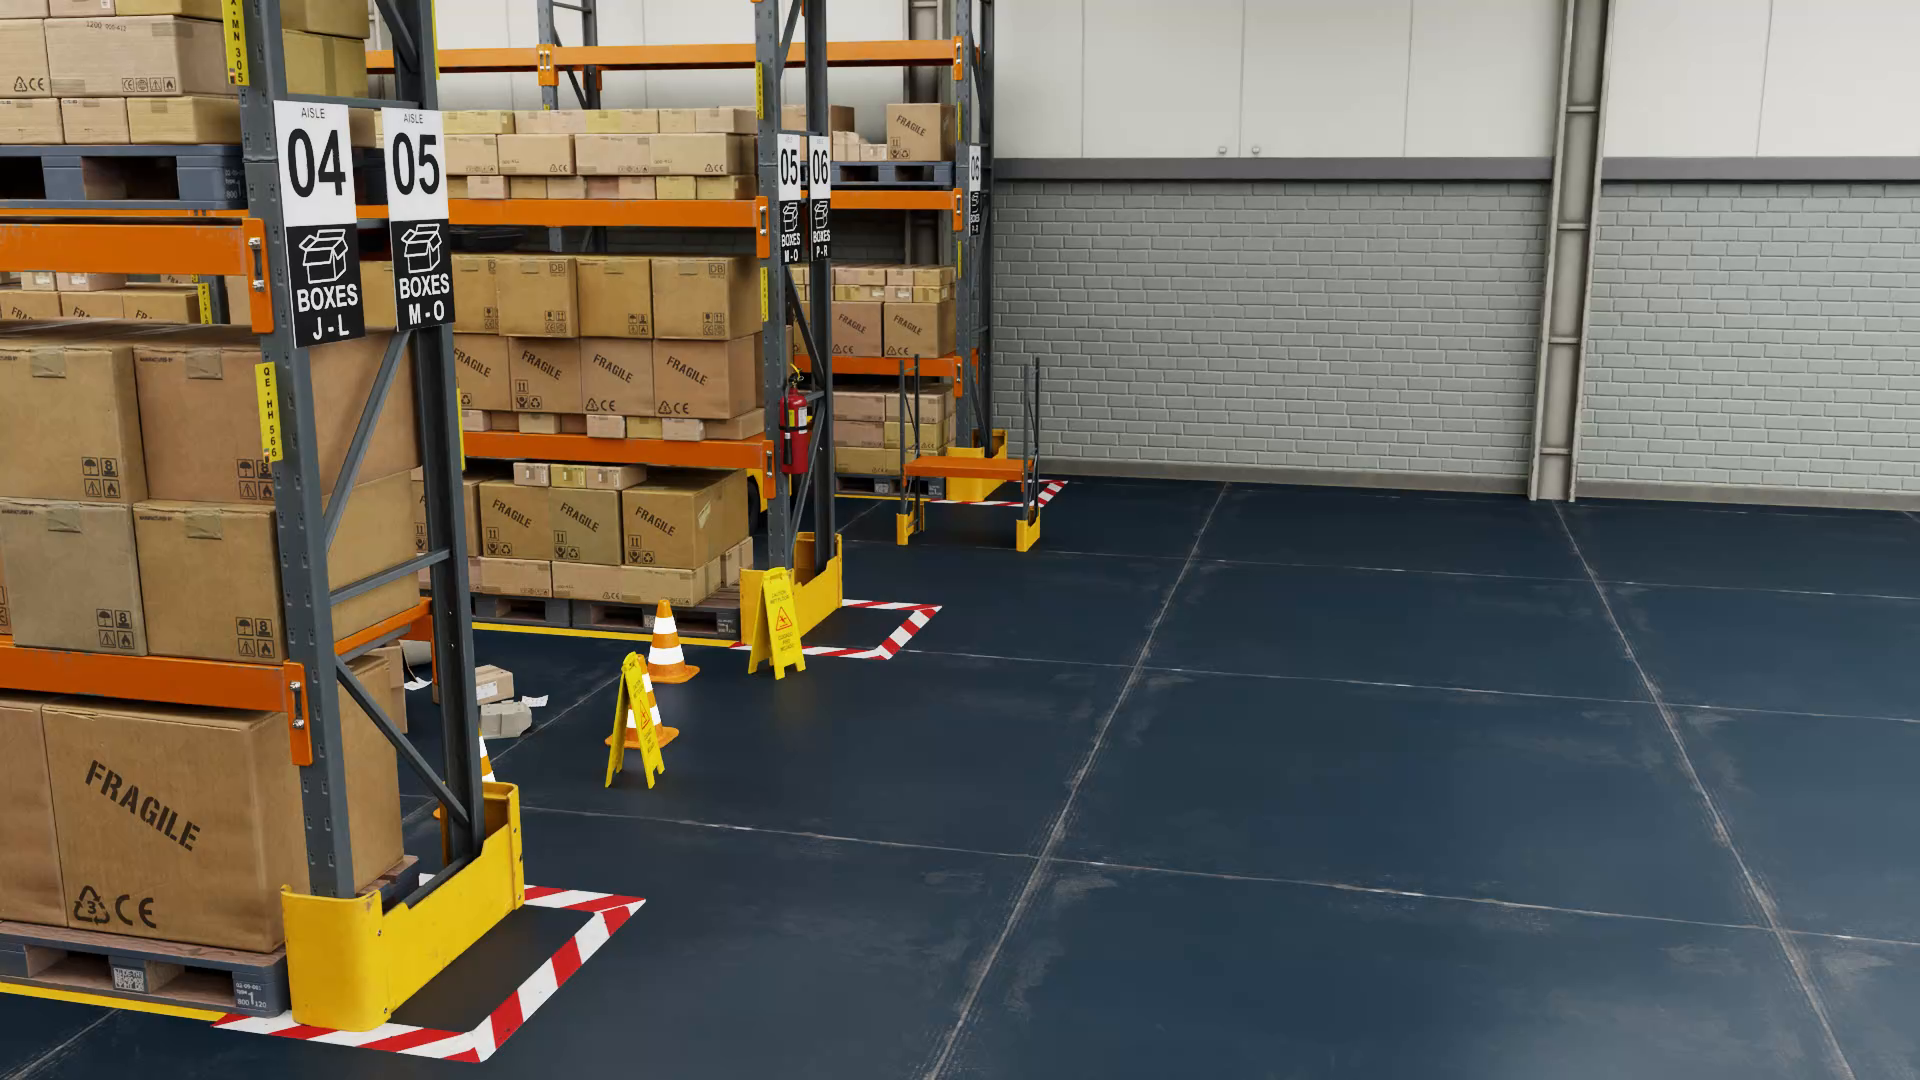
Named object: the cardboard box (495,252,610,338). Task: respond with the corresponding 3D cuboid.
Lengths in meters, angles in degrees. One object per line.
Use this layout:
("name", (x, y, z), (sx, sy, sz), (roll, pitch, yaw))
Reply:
("cardboard box", (-2.602, -1.594, 10.768), (0.500, 0.500, 0.700), (3, 13, 13))

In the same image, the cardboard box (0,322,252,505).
("cardboard box", (-3.039, -0.490, 6.176), (0.550, 0.550, 0.875), (3, 13, 14))

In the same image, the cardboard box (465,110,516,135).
("cardboard box", (-2.940, -2.658, 10.602), (0.250, 0.149, 0.380), (3, 13, 15))

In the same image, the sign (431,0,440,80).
("sign", (-1.993, -1.899, 6.241), (0.005, 0.325, 0.100), (3, 13, 14))

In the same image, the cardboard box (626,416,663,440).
("cardboard box", (-1.975, -0.758, 10.806), (0.250, 0.149, 0.380), (3, 13, 13))

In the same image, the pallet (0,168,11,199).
("pallet", (-4.043, -1.373, 6.276), (1.213, 0.211, 1.003), (3, 13, 14))

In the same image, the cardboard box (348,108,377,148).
("cardboard box", (-2.388, -1.533, 6.175), (0.250, 0.149, 0.380), (3, 13, 14))

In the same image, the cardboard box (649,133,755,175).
("cardboard box", (-1.605, -2.405, 10.383), (0.500, 0.250, 0.500), (3, 13, 13))

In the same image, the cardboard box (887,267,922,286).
("cardboard box", (-0.503, -2.434, 15.364), (0.250, 0.149, 0.380), (3, 13, 14))

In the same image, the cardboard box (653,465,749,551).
("cardboard box", (-1.784, -0.229, 11.487), (0.500, 0.500, 0.500), (3, 13, 12))

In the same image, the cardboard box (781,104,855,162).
("cardboard box", (-1.317, -3.756, 15.380), (0.500, 0.500, 0.700), (3, 13, 14))

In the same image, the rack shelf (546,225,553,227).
("rack shelf", (-5.684, -3.367, 16.722), (4.000, 0.370, 1.077), (3, 13, 14))

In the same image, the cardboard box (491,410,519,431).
("cardboard box", (-2.938, -0.834, 11.148), (0.250, 0.149, 0.380), (3, 13, 14))

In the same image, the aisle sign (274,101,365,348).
("aisle sign", (-2.135, -1.055, 5.562), (0.004, 0.787, 0.394), (3, 13, 14))

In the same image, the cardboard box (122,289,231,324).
("cardboard box", (-5.431, -1.481, 11.597), (0.500, 0.500, 0.500), (3, 13, 12))

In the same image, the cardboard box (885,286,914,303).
("cardboard box", (-0.517, -2.274, 15.331), (0.250, 0.149, 0.380), (3, 13, 14))

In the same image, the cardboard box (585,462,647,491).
("cardboard box", (-2.257, -0.436, 10.923), (0.250, 0.149, 0.380), (3, 13, 15))

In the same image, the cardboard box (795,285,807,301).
("cardboard box", (-1.513, -2.329, 15.577), (0.250, 0.149, 0.380), (3, 13, 14))

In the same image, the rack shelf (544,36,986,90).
("rack shelf", (-1.800, -4.429, 15.505), (4.000, 0.370, 1.077), (3, 13, 14))

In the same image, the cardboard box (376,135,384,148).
("cardboard box", (-3.580, -2.509, 10.851), (0.500, 0.250, 0.500), (3, 13, 14))

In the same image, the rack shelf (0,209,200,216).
("rack shelf", (-6.869, -2.323, 12.016), (4.000, 0.370, 1.077), (3, 13, 14))

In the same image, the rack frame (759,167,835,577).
("rack frame", (-1.044, -0.899, 10.860), (0.127, 3.000, 1.000), (3, 13, 14))

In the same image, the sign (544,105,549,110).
("sign", (-3.862, -3.906, 15.569), (0.005, 0.325, 0.100), (3, 13, 14))

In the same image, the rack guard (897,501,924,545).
("rack guard", (-0.409, -0.144, 13.805), (0.087, 0.250, 0.587), (3, 13, 14))

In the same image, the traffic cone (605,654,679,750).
("traffic cone", (-1.706, 0.840, 8.881), (0.334, 0.463, 0.336), (3, 13, 14))

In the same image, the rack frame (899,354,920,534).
("rack frame", (-0.411, -0.754, 13.670), (0.032, 1.500, 0.500), (3, 13, 14))

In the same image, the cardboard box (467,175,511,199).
("cardboard box", (-2.959, -2.271, 10.697), (0.250, 0.149, 0.380), (3, 13, 13))

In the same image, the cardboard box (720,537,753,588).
("cardboard box", (-1.761, 0.138, 11.563), (0.500, 0.250, 0.500), (3, 13, 13))

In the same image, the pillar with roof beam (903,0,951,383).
("pillar with roof beam", (-1.350, -4.192, 11.852), (0.400, 9.000, 9.100), (3, 13, 14))

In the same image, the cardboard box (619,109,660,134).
("cardboard box", (-1.936, -2.616, 10.414), (0.250, 0.149, 0.380), (3, 13, 13))

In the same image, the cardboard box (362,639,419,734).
("cardboard box", (-3.356, 0.761, 9.141), (0.637, 0.503, 0.797), (-6, 14, -25))

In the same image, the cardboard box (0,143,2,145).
("cardboard box", (-3.275, -1.434, 5.726), (0.250, 0.149, 0.380), (3, 13, 14))

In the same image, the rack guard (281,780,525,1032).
("rack guard", (-2.109, 1.369, 6.410), (0.348, 0.500, 1.175), (3, 13, 14))

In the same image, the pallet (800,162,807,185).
("pallet", (-1.727, -3.469, 15.723), (1.213, 0.211, 1.003), (3, 13, 14))

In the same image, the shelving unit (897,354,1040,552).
("shelving unit", (0.074, -0.728, 13.553), (1.083, 1.500, 0.587), (3, 13, 14))

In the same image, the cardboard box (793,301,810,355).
("cardboard box", (-1.398, -2.017, 15.670), (0.500, 0.500, 0.500), (3, 13, 12))

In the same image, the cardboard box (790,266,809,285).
("cardboard box", (-1.520, -2.473, 15.540), (0.250, 0.149, 0.380), (3, 13, 15))

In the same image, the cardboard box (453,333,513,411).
("cardboard box", (-3.094, -1.147, 11.061), (0.500, 0.500, 0.500), (3, 13, 14))

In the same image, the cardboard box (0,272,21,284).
("cardboard box", (-7.155, -2.004, 12.457), (0.250, 0.149, 0.380), (2, 13, 11))

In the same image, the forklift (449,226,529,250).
("forklift", (-4.278, -1.592, 14.141), (3.031, 2.935, 1.130), (3, 13, 13))

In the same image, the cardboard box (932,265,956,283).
("cardboard box", (-0.133, -2.516, 15.733), (0.250, 0.149, 0.380), (3, 13, 12))

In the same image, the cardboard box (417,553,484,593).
("cardboard box", (-3.383, 0.171, 11.418), (0.500, 0.250, 0.500), (3, 13, 13))

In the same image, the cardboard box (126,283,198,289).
("cardboard box", (-5.800, -1.616, 12.205), (0.500, 0.500, 0.500), (3, 13, 14))

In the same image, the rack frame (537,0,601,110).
("rack frame", (-3.742, -5.079, 15.851), (0.127, 3.000, 1.000), (3, 13, 14))

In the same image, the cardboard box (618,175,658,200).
("cardboard box", (-1.957, -2.227, 10.502), (0.250, 0.149, 0.380), (3, 13, 15))

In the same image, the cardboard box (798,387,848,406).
("cardboard box", (-1.370, -1.301, 15.744), (0.500, 0.250, 0.500), (3, 13, 14))

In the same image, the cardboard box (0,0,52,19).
("cardboard box", (-3.031, -1.810, 5.581), (0.250, 0.149, 0.380), (3, 13, 14))

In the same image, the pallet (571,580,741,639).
("pallet", (-1.898, 0.409, 11.403), (1.213, 0.211, 1.003), (3, 13, 14))

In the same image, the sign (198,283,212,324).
("sign", (-5.057, -1.555, 11.143), (0.005, 0.325, 0.100), (3, 13, 14))

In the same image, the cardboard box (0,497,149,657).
("cardboard box", (-3.042, 0.040, 6.280), (0.550, 0.550, 0.875), (3, 13, 14))

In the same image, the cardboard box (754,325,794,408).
("cardboard box", (-1.437, -1.176, 11.190), (0.500, 0.500, 0.500), (3, 13, 13))

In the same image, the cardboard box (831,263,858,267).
("cardboard box", (-1.137, -2.572, 15.985), (0.250, 0.149, 0.380), (3, 13, 15))

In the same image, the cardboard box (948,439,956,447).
("cardboard box", (-0.288, -0.872, 16.118), (0.500, 0.250, 0.500), (3, 13, 14))

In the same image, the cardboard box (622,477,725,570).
("cardboard box", (-1.884, -0.114, 10.971), (0.500, 0.500, 0.500), (3, 13, 14))

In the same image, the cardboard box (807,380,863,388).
("cardboard box", (-1.249, -1.412, 16.242), (0.500, 0.250, 0.500), (3, 13, 13))
